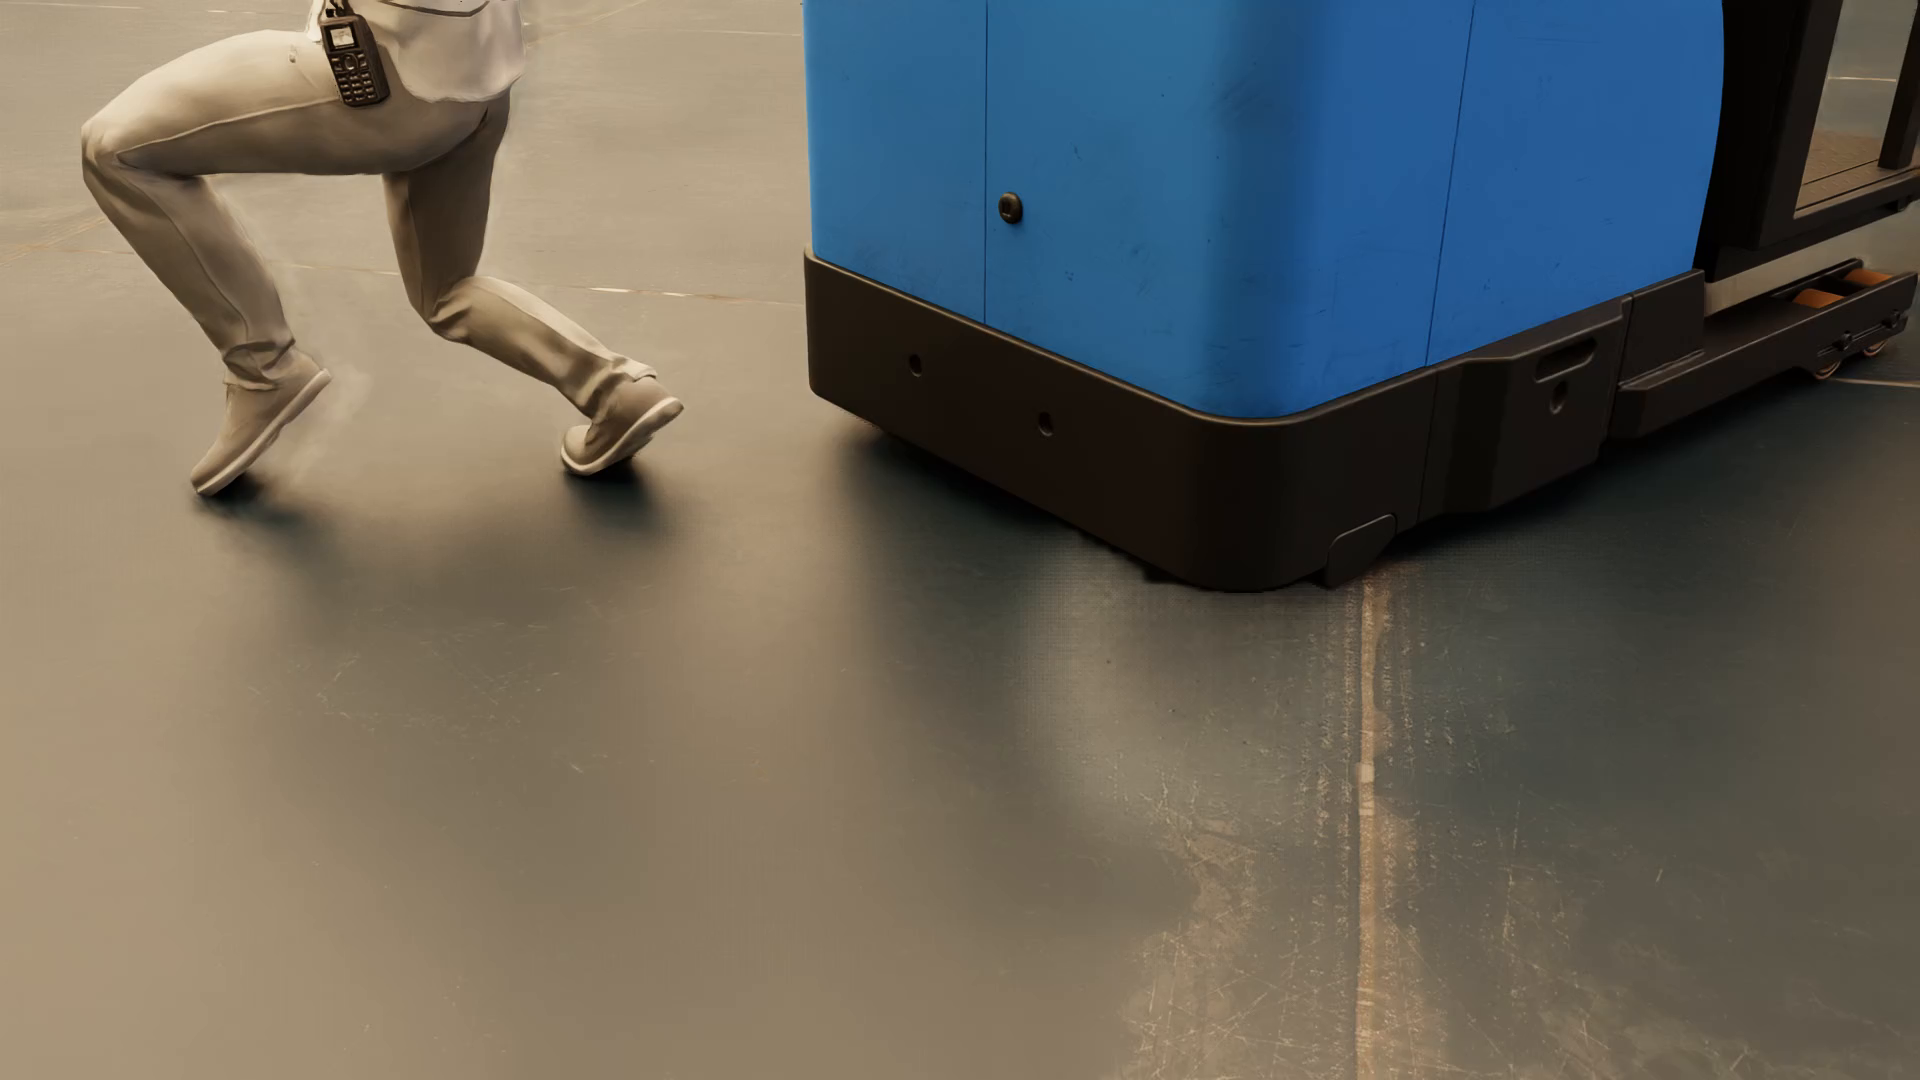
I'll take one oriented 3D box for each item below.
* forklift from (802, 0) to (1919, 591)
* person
[{"bbox_3d":[1.201,-1.770,2.755,3.031,2.935,1.130,-20,33,-34],"label":"forklift"},{"bbox_3d":[-0.867,-0.619,2.187,0.847,1.420,0.977,1,27,2],"label":"person"}]
